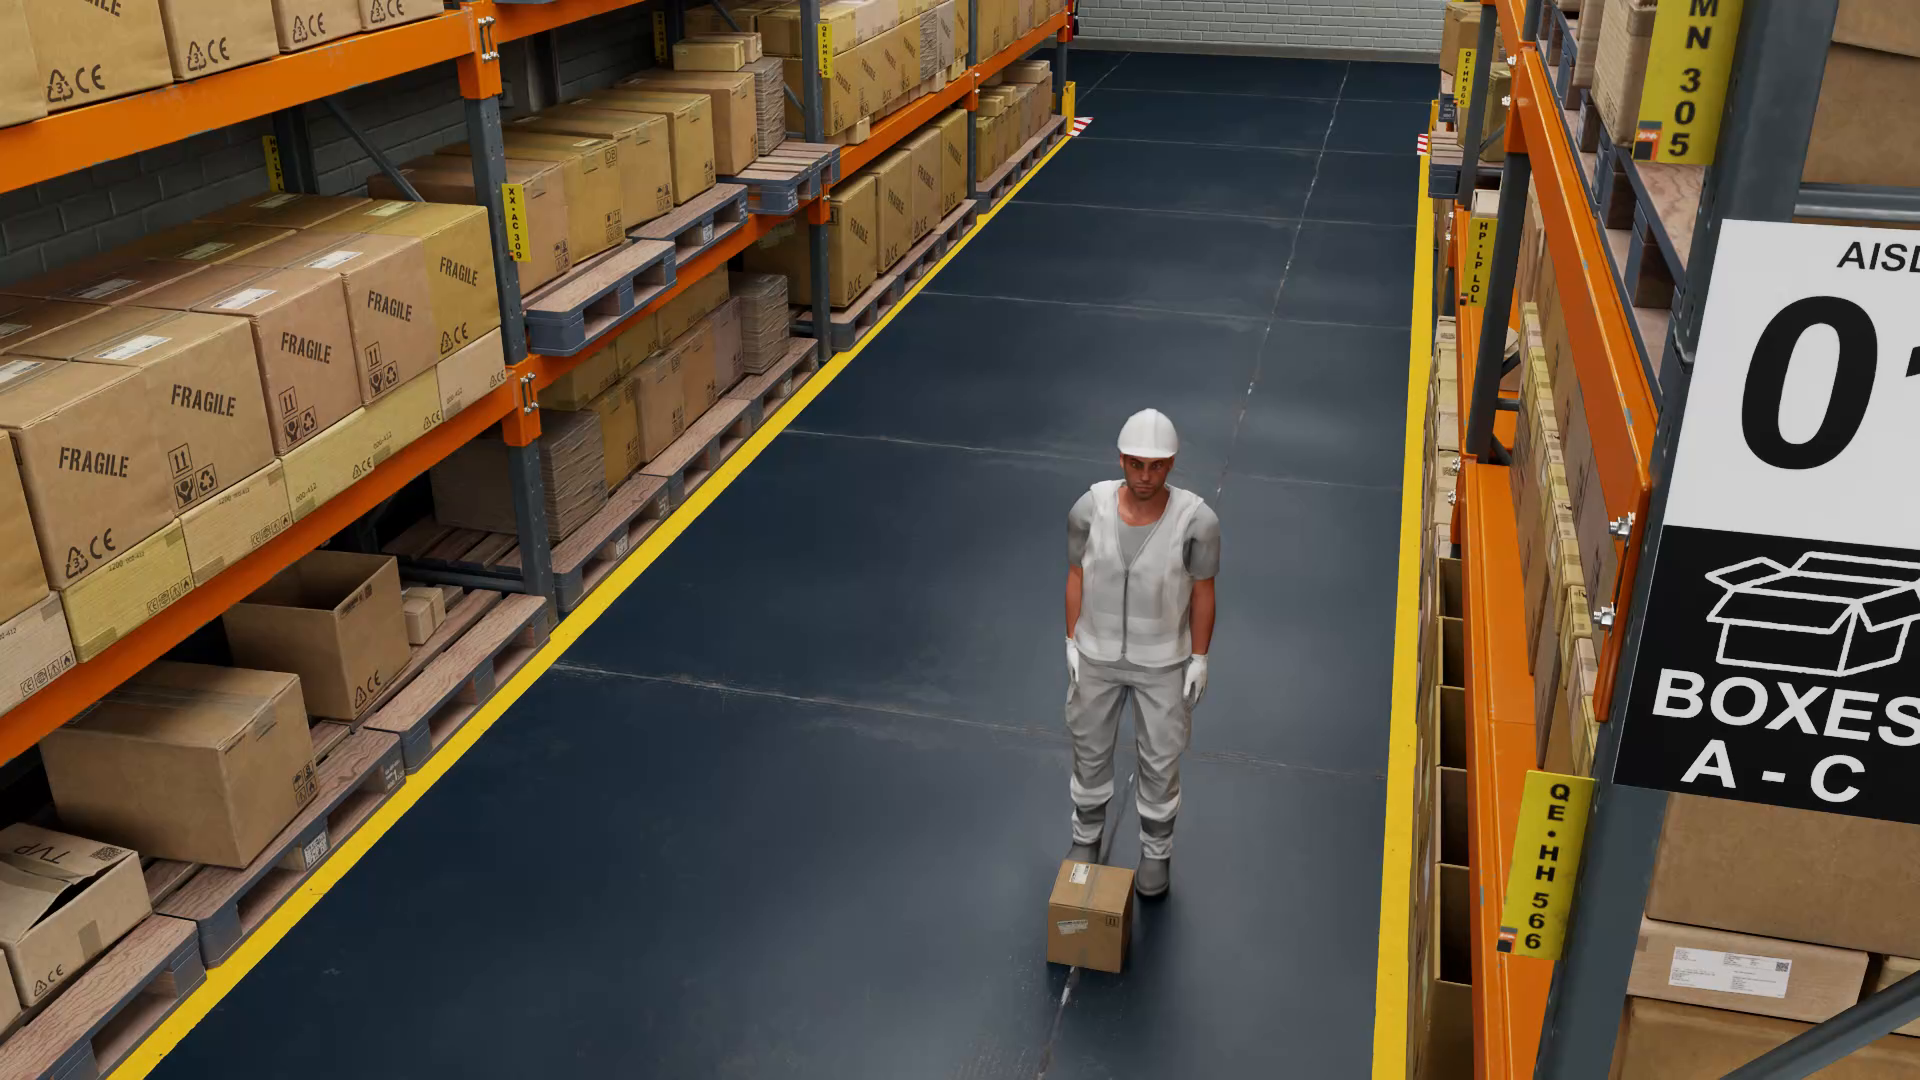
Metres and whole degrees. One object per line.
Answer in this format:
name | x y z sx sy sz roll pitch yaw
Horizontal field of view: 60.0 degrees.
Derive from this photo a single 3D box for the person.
person | 0.603 0.407 5.733 0.524 1.799 0.350 7 26 14
